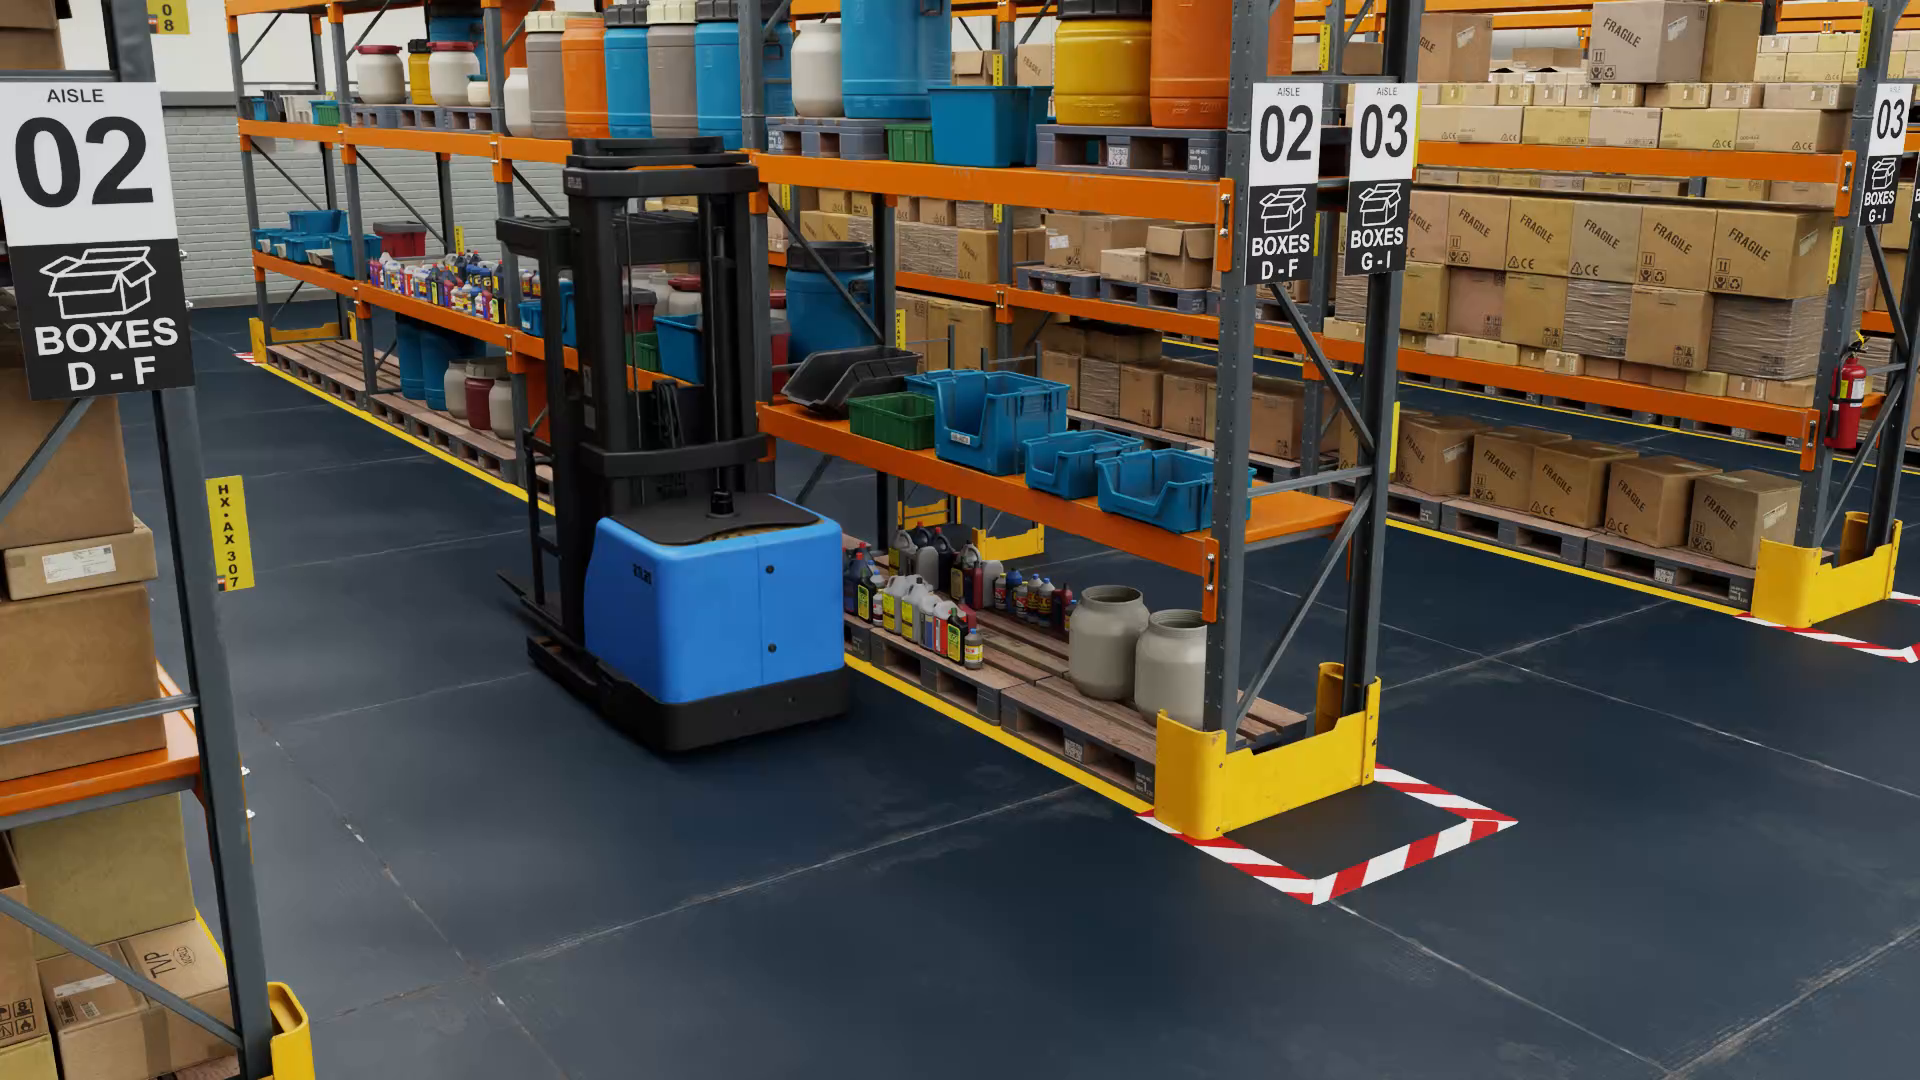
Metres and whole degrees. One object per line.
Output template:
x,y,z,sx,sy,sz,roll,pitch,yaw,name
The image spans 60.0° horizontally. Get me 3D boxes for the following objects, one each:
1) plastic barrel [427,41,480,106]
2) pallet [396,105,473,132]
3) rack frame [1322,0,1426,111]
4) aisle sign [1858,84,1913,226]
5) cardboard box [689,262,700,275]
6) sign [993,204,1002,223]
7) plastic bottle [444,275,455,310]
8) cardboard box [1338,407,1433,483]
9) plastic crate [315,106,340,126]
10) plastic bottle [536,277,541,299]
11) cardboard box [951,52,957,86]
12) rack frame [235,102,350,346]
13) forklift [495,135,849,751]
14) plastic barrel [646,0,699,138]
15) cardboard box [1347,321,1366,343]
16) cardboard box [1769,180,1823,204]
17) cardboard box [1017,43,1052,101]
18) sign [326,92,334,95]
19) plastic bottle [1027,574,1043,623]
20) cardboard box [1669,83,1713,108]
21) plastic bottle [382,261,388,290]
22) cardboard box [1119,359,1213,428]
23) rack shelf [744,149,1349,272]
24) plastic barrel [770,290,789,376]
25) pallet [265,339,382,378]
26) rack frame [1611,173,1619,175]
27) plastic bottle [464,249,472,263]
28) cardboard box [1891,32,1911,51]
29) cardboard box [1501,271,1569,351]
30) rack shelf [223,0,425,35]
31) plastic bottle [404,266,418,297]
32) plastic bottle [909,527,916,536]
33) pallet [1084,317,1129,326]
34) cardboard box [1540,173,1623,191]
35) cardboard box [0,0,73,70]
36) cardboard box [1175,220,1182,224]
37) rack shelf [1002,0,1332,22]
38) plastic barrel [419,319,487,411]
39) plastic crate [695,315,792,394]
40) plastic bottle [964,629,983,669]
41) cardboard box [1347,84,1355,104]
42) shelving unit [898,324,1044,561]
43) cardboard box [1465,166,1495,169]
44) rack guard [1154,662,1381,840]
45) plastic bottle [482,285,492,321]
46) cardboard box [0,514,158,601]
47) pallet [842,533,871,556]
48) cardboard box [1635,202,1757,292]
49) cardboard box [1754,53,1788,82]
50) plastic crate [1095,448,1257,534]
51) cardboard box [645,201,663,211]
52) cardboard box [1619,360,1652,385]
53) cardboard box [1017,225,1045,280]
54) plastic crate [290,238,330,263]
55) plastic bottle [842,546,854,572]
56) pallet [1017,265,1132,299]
-4.362,-4.023,14.357,0.433,0.535,0.433,0,15,0,plastic barrel
-4.340,-3.769,14.839,1.003,0.211,1.213,-11,19,-35,pallet
3.161,-4.761,12.425,1.000,3.000,0.127,-11,19,-35,rack frame
5.306,-2.207,9.534,0.394,0.787,0.004,-11,19,-35,aisle sign
-2.919,-3.289,21.640,0.875,0.875,0.875,-11,19,-35,cardboard box
0.362,-3.193,15.867,0.100,0.325,0.005,-11,19,-35,sign
-4.453,-2.161,14.509,0.061,0.283,0.133,-11,19,-35,plastic bottle
3.363,-0.773,13.156,0.500,0.500,0.500,-12,19,-36,cardboard box
-6.043,-4.195,16.440,0.450,0.188,0.662,-11,19,-35,plastic crate
-3.723,-2.239,14.817,0.097,0.271,0.097,0,15,0,plastic bottle
-0.187,-4.709,16.931,0.500,0.500,0.500,-10,18,-32,cardboard box
-7.901,-3.661,19.770,1.000,3.000,0.127,-11,19,-35,rack frame
-1.812,-0.719,9.152,1.130,2.935,3.031,-10,18,-32,forklift
-1.705,-3.002,10.730,0.600,0.901,0.600,0,15,0,plastic barrel
3.180,-1.598,12.709,0.380,0.149,0.250,-11,19,-35,cardboard box
7.839,-3.025,15.118,0.875,0.550,0.550,-11,19,-35,cardboard box
0.877,-4.317,15.350,0.500,0.500,0.500,-11,19,-34,cardboard box
-7.466,-5.146,19.712,0.100,0.325,0.005,-11,19,-35,sign
0.432,0.329,9.526,0.097,0.271,0.097,0,15,0,plastic bottle
4.622,-2.756,10.310,0.380,0.149,0.250,-11,19,-34,cardboard box
-5.461,-2.529,15.878,0.097,0.271,0.097,0,15,0,plastic bottle
1.894,-1.352,15.234,0.700,0.500,0.500,-9,18,-30,cardboard box
0.330,-1.771,8.546,1.077,0.370,4.000,-11,19,-35,rack shelf
-1.231,-1.402,11.261,0.433,0.535,0.433,0,15,0,plastic barrel
-7.448,-2.134,19.473,1.003,0.211,1.213,-11,19,-35,pallet
8.825,-4.260,21.957,1.000,3.000,0.127,-11,19,-35,rack frame
-4.744,-2.638,16.124,0.144,0.351,0.185,-11,19,-35,plastic bottle
7.921,-4.175,13.945,0.380,0.149,0.250,-11,19,-35,cardboard box
4.277,-1.637,11.621,0.875,0.500,0.500,-11,19,-35,cardboard box
-6.725,-5.588,17.565,1.077,0.370,4.000,-11,19,-35,rack shelf
-5.041,-2.391,15.366,0.152,0.276,0.135,-11,19,-35,plastic bottle
-0.296,0.051,10.520,0.061,0.283,0.133,-10,18,-32,plastic bottle
2.105,-3.117,23.064,1.003,0.211,1.213,-11,19,-35,pallet
6.334,-3.469,16.984,0.700,0.500,0.500,-11,19,-34,cardboard box
-2.837,-1.366,4.448,0.797,0.503,0.637,-9,18,-31,cardboard box
2.846,-4.084,20.995,0.380,0.149,0.250,-11,19,-34,cardboard box
1.985,-4.648,14.133,1.077,0.370,4.000,-11,19,-35,rack shelf
-4.827,-1.727,15.884,0.600,0.901,0.708,-11,19,-35,plastic barrel
-1.378,-1.185,10.604,0.402,0.464,0.583,-11,19,-35,plastic crate
0.072,0.569,8.783,0.097,0.201,0.097,0,15,0,plastic bottle
3.102,-3.317,12.359,0.380,0.149,0.250,-12,19,-36,cardboard box
0.045,-0.707,11.819,0.587,1.500,1.083,-11,19,-35,shelving unit
7.422,-5.185,23.253,0.500,0.500,0.500,-11,19,-35,cardboard box
1.423,0.952,7.650,1.175,0.500,0.348,-11,19,-35,rack guard
-3.916,-1.966,13.798,0.061,0.283,0.133,-11,19,-35,plastic bottle
-2.559,0.045,4.810,0.380,0.149,0.250,-11,19,-35,cardboard box
-1.339,0.085,11.367,1.003,0.211,1.213,-11,19,-35,pallet
4.691,-1.872,10.587,0.500,0.500,0.500,-11,19,-35,cardboard box
7.293,-4.236,14.926,0.500,0.250,0.500,-11,19,-34,cardboard box
0.970,-0.233,7.527,0.499,0.251,0.616,-11,19,-35,plastic crate
-3.831,-4.356,22.032,0.500,0.250,0.500,-11,19,-36,cardboard box
4.595,-1.135,11.018,0.380,0.149,0.250,-11,19,-35,cardboard box
0.743,-2.916,16.858,0.500,0.500,0.500,-10,18,-33,cardboard box
-7.072,-3.160,18.143,0.416,0.233,0.300,-11,19,-35,plastic crate
-0.707,0.204,9.834,0.144,0.351,0.185,-10,18,-33,plastic bottle
1.314,-2.493,15.867,1.213,0.211,1.003,-11,19,-35,pallet
